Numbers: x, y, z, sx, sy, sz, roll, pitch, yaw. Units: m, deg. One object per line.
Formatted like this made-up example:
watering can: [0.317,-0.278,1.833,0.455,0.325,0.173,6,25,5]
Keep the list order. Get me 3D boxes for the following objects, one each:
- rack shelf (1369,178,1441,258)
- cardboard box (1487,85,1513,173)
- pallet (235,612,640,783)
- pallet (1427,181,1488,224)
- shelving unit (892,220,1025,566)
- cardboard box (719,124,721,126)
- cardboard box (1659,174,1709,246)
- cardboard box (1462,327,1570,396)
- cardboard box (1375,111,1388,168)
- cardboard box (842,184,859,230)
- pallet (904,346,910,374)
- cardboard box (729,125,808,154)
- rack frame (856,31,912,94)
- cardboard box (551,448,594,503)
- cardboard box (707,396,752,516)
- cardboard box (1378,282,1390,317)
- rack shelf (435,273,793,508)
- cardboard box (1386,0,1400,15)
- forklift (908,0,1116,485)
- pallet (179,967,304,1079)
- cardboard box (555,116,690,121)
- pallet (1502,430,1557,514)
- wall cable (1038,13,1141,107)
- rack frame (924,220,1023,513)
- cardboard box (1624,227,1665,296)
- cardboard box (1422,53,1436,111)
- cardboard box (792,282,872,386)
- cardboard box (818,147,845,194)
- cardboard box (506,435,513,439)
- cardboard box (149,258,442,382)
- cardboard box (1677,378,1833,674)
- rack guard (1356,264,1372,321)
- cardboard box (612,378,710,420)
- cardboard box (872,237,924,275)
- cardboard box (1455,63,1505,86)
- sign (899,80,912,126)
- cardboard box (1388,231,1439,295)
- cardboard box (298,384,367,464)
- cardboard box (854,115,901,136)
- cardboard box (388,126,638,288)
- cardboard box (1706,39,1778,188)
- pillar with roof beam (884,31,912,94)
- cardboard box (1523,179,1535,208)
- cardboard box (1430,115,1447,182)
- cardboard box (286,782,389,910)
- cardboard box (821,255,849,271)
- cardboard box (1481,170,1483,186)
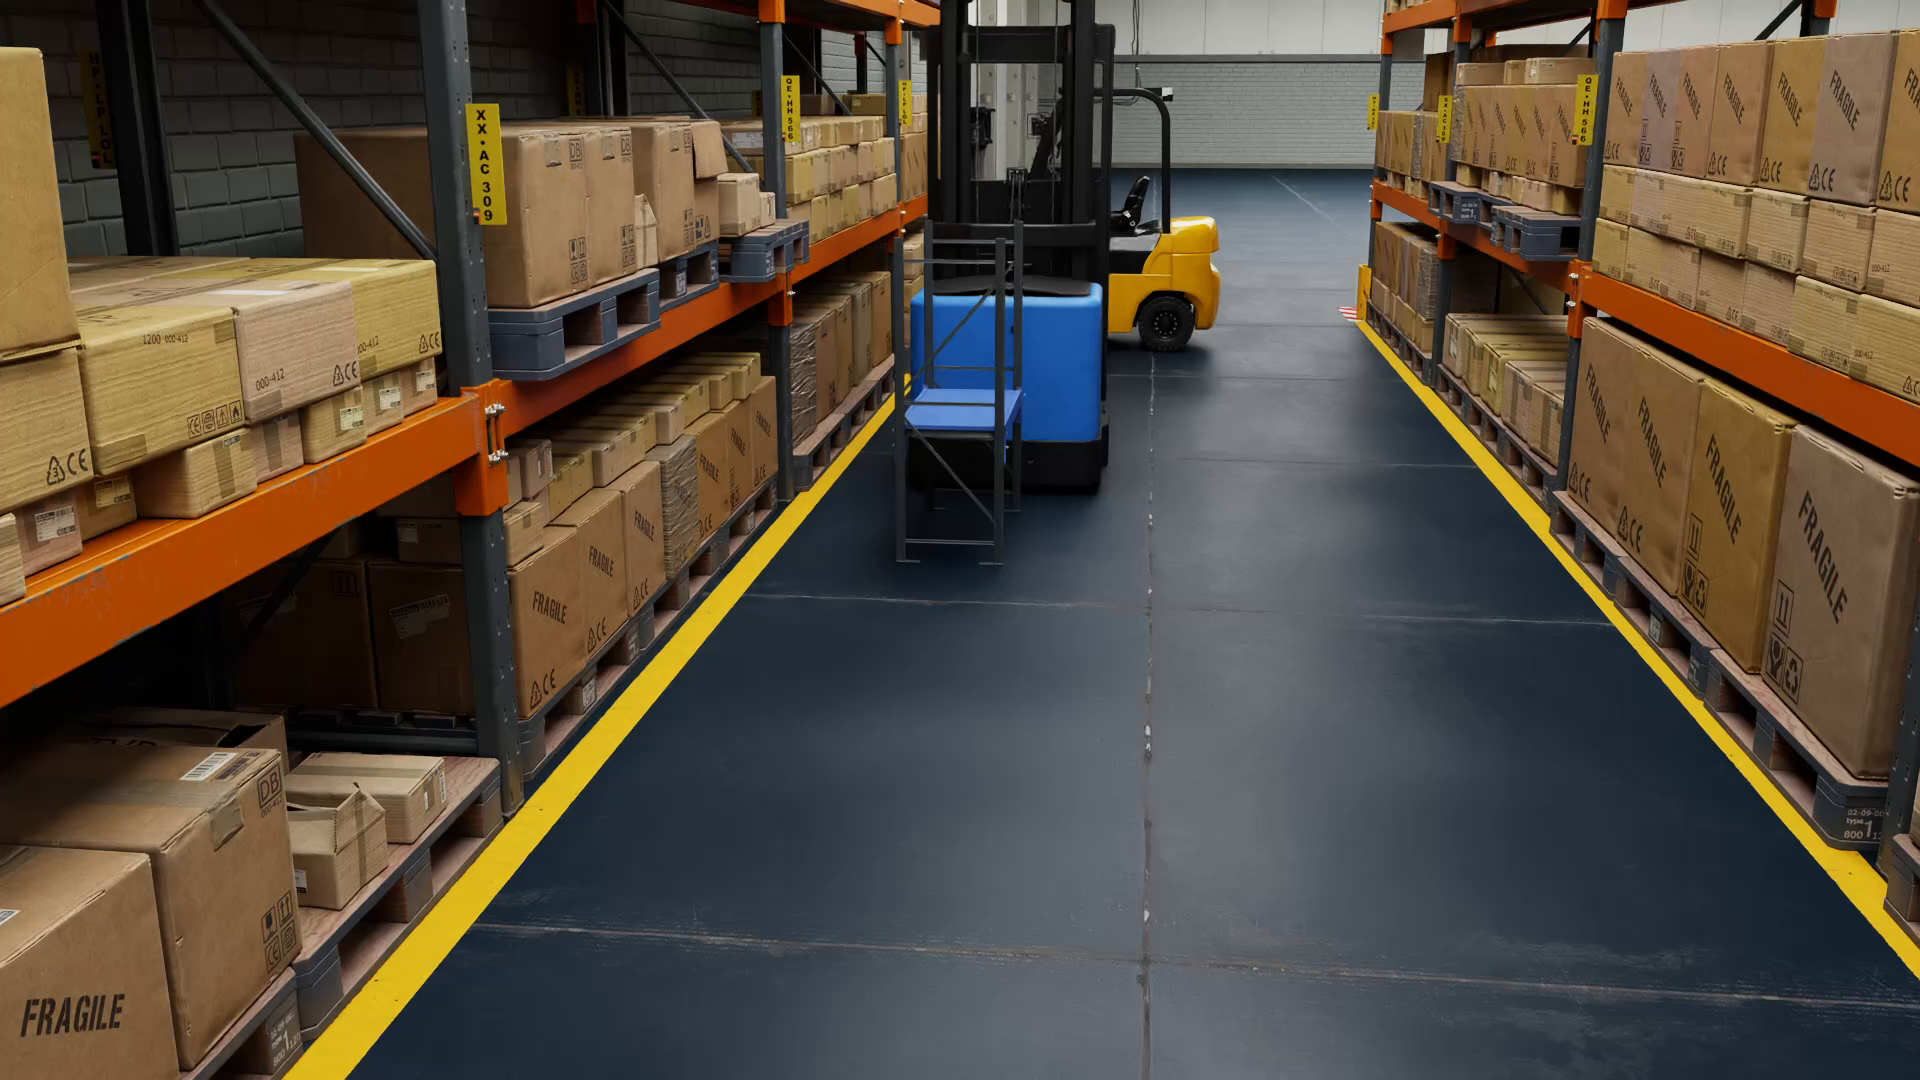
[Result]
rack shelf: [4.212,-2.732,13.896,1.077,0.370,4.000,2,15,6]
cardboard box: [3.476,-2.450,9.911,0.500,0.500,0.500,1,15,4]
pallet: [-1.795,0.504,5.896,1.003,0.211,1.213,2,15,6]
pallet: [3.755,-2.274,11.191,1.003,0.211,1.213,2,15,6]
shelving unit: [0.010,-0.746,8.048,0.538,1.500,1.048,2,15,6]
cardboard box: [-1.554,-2.256,9.325,0.380,0.149,0.250,2,15,6]
cardboard box: [3.104,-1.305,6.570,0.500,0.250,0.500,2,15,6]
cardboard box: [3.852,-1.172,10.978,0.950,0.372,0.625,3,15,10]
cardboard box: [4.108,-3.675,15.244,0.500,0.500,0.500,1,15,5]
cardboard box: [-0.932,-2.102,10.477,0.500,0.250,0.500,2,15,8]
pallet: [-0.815,-1.564,13.543,1.003,0.211,1.213,2,15,6]
cardboard box: [-1.040,-2.173,9.016,0.380,0.149,0.250,2,15,7]
rack frame: [-0.495,-3.743,16.257,1.000,3.000,0.127,2,15,6]
cardboard box: [-1.555,-0.237,6.035,0.380,0.149,0.250,1,15,5]
cardboard box: [-1.299,-0.419,7.948,0.500,0.500,0.500,1,15,5]
cardboard box: [4.006,-2.140,14.792,0.500,0.250,0.500,2,15,8]
rack shelf: [-1.623,-0.802,6.760,1.077,0.370,4.000,2,15,6]
cardboard box: [4.077,-4.848,15.079,0.380,0.149,0.250,2,15,6]
forklift: [0.374,-2.044,10.107,1.130,2.935,3.031,1,15,5]
pallet: [-2.063,1.211,3.279,1.003,0.211,1.213,2,15,6]
cardboard box: [-1.611,-1.790,8.039,0.500,0.500,0.500,2,15,9]
pallet: [3.624,-0.379,9.160,1.003,0.211,1.213,2,15,6]
wall cable: [3.562,-13.492,46.767,3.097,2.526,0.112,2,15,6]
rack frame: [0.067,-0.878,8.536,0.500,1.500,0.032,2,15,6]
cardboard box: [3.189,-1.197,7.130,0.500,0.250,0.500,1,15,5]
cardboard box: [4.597,-4.133,15.024,0.700,0.500,0.500,1,15,5]
cardboard box: [-1.089,-1.425,11.431,0.875,0.625,0.625,2,15,6]
cardboard box: [-0.970,-2.210,9.917,0.500,0.250,0.500,1,15,5]
cardboard box: [-1.990,-0.381,6.565,0.380,0.149,0.250,2,15,7]
cardboard box: [-1.664,-0.562,4.213,0.500,0.250,0.500,2,15,8]
cardboard box: [3.168,-0.060,5.903,0.875,0.875,0.875,2,15,8]
rack guard: [4.429,-2.371,15.974,1.175,0.500,0.348,2,15,6]
cardboard box: [-1.350,-0.636,7.508,0.380,0.149,0.250,2,15,8]
cardboard box: [-0.512,-2.312,13.513,0.500,0.250,0.500,2,15,6]
cardboard box: [3.582,-3.156,11.280,0.380,0.149,0.250,2,15,6]
sign: [-0.406,-3.213,12.230,0.100,0.325,0.005,2,15,6]
cardboard box: [3.950,-2.362,14.178,0.500,0.500,0.500,2,15,7]
cardboard box: [-1.647,-0.283,3.943,0.380,0.149,0.250,2,15,8]
cardboard box: [-0.649,-3.142,12.600,0.380,0.149,0.250,1,15,5]
cardboard box: [-1.514,-1.135,5.616,0.700,0.500,0.500,2,15,7]
cardboard box: [3.056,-1.540,6.002,0.500,0.500,0.500,2,15,7]
pillar with roof beam: [3.485,-7.914,20.191,9.100,9.000,0.400,2,15,6]
cardboard box: [3.316,-1.900,9.117,0.380,0.149,0.250,1,15,4]
cardboard box: [3.789,-2.875,12.285,0.500,0.500,0.500,1,15,5]
cardboard box: [-1.660,0.732,4.141,0.396,0.266,0.258,2,15,8]
cardboard box: [-1.083,-2.197,13.087,0.500,0.250,0.500,2,15,7]
cardboard box: [3.617,-2.367,10.847,0.380,0.149,0.250,3,15,10]
